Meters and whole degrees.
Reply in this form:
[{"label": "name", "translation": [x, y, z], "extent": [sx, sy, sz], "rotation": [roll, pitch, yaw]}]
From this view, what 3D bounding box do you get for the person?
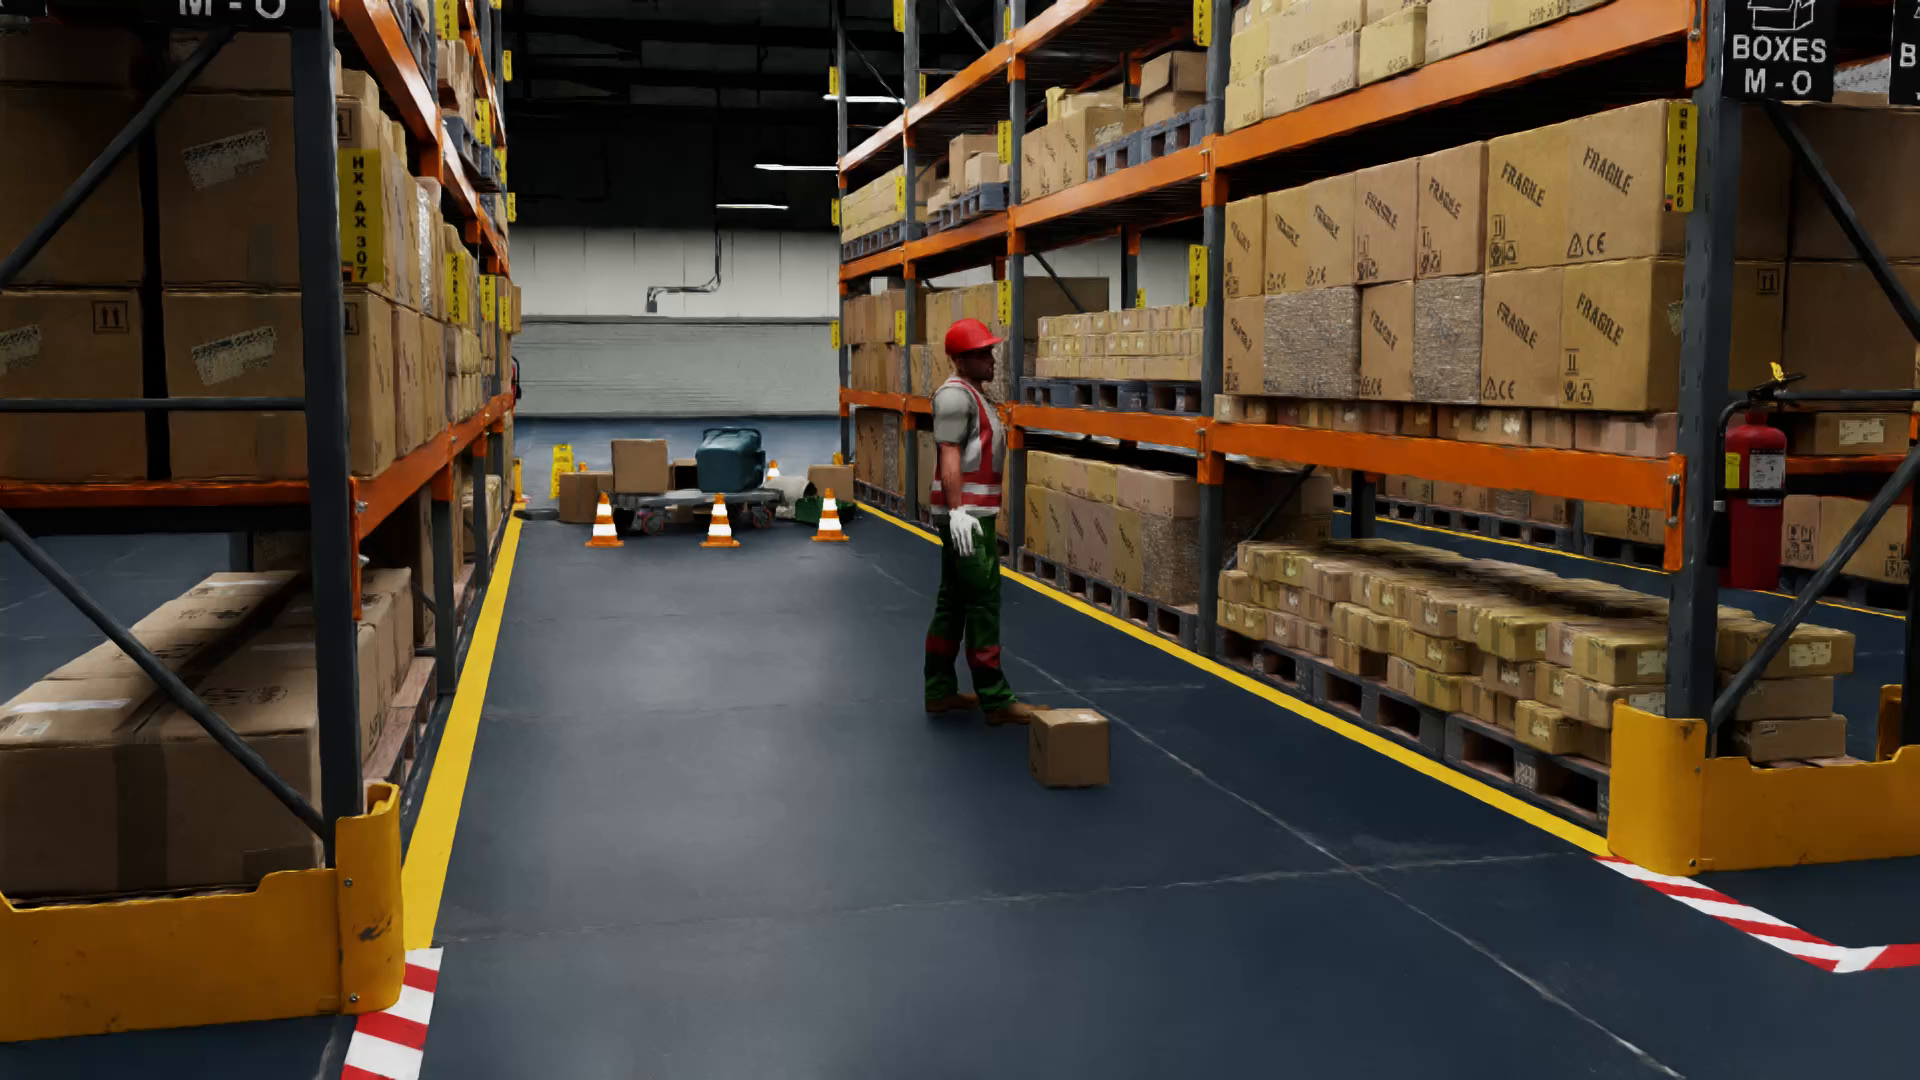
[{"label": "person", "translation": [0.118, -0.085, 7.358], "extent": [0.607, 1.785, 0.757], "rotation": [1, 6, 7]}]
